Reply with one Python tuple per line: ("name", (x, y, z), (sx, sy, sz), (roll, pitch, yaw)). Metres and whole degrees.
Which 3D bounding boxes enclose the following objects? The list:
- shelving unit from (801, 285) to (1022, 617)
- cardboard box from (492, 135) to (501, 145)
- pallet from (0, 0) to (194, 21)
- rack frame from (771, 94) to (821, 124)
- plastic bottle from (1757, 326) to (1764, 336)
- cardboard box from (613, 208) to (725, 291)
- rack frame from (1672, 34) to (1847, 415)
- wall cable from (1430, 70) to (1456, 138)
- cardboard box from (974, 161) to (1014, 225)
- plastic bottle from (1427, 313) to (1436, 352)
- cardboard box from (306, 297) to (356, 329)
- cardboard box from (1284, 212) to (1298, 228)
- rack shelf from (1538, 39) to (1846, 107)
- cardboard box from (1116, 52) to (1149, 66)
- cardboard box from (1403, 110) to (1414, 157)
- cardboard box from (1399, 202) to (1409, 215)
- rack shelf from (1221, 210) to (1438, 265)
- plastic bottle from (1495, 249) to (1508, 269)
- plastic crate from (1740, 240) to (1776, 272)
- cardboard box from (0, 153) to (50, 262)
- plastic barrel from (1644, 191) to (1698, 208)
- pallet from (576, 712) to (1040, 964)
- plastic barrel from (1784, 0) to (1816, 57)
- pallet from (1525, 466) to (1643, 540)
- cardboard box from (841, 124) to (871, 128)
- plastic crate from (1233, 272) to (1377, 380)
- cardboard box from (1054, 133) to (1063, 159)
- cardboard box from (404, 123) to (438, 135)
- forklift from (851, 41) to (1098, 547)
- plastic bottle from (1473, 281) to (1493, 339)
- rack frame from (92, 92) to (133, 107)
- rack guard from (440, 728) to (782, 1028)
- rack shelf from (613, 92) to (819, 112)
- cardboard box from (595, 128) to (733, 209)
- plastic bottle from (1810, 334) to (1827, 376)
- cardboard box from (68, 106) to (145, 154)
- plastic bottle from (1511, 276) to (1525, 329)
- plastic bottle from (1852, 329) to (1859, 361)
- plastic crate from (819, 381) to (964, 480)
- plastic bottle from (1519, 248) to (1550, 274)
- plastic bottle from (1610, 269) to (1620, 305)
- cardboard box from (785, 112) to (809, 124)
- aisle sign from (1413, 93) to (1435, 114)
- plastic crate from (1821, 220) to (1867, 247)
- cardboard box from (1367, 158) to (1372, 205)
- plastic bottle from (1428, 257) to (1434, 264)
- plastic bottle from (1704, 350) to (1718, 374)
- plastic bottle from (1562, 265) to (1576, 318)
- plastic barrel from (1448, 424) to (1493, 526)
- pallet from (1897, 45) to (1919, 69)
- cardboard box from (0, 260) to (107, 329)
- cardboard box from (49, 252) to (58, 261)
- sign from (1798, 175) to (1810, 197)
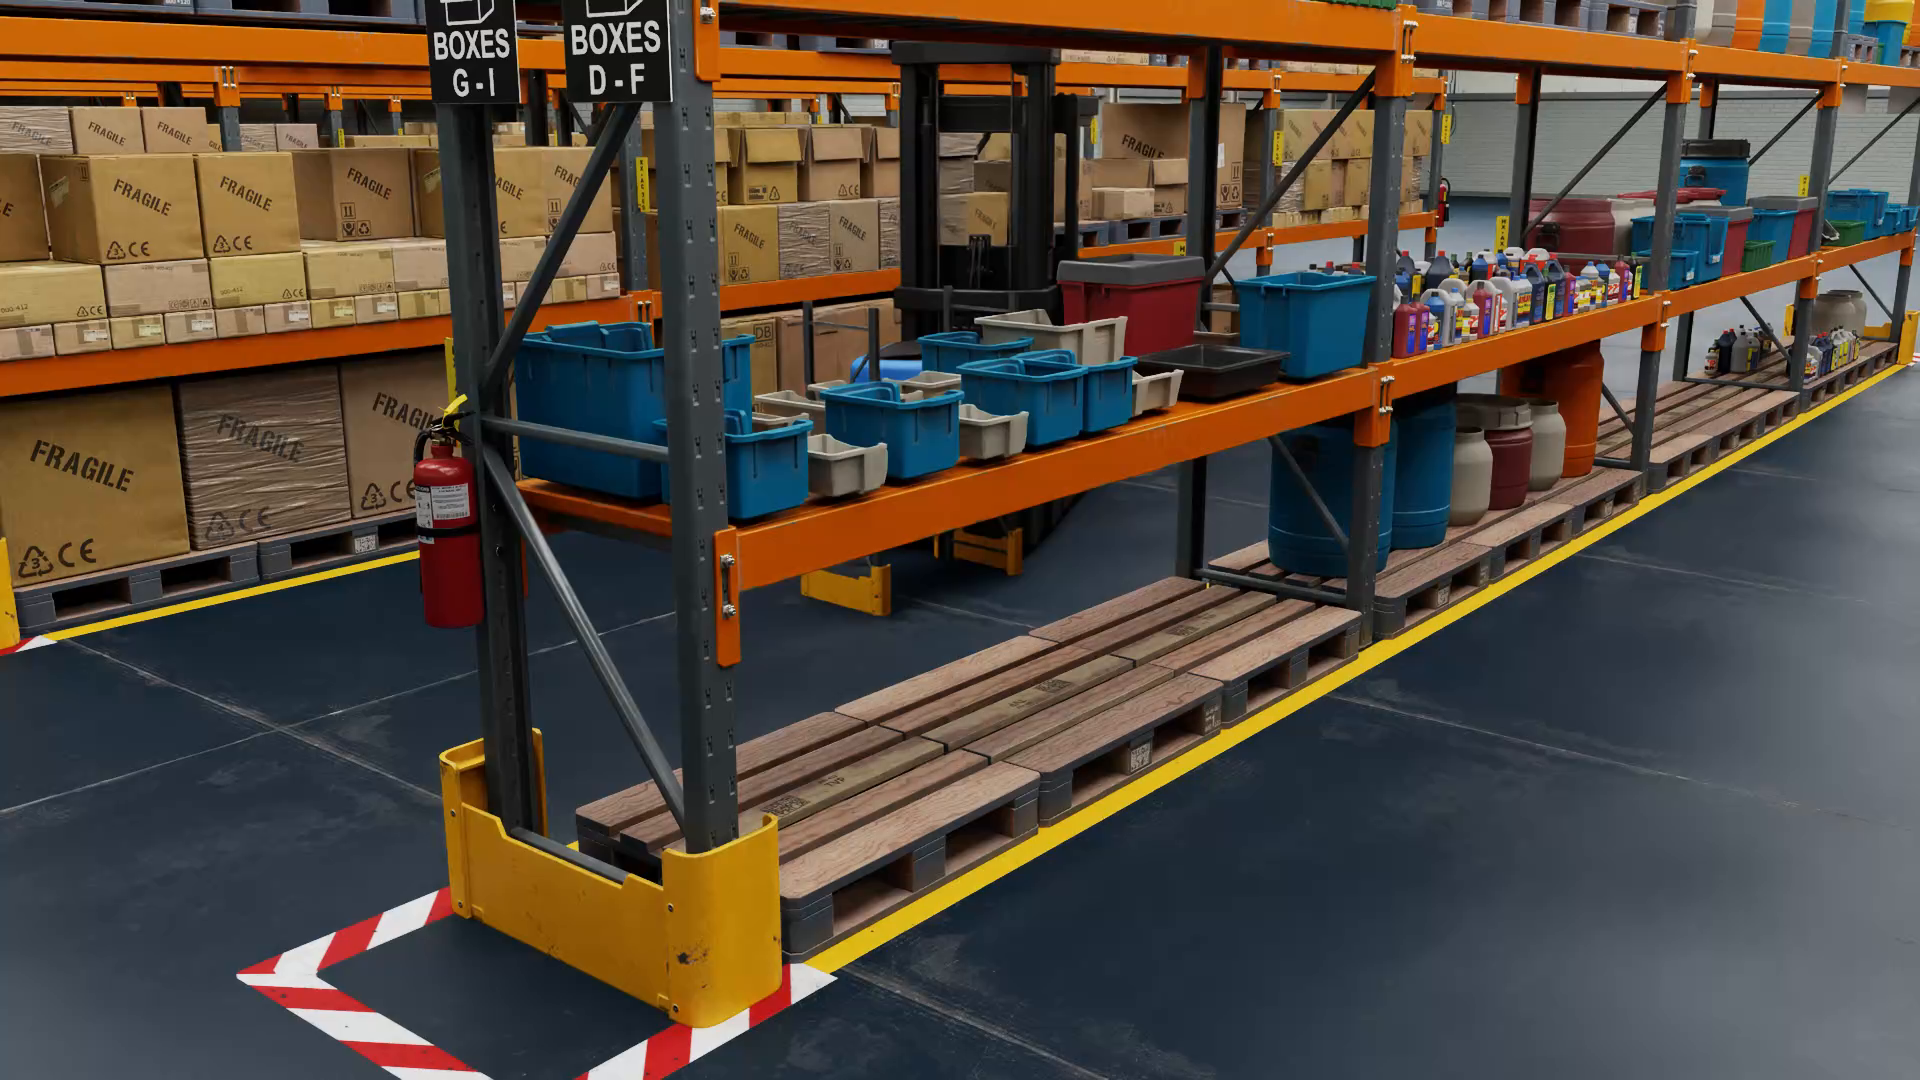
("shelving unit", (-0.240, -0.495, 8.526), (0.587, 1.500, 1.083), (13, 19, 41))
("cardboard box", (-6.131, -4.843, 20.935), (0.500, 0.500, 0.500), (10, 18, 35))
("pallet", (-4.427, -2.587, 7.803), (1.003, 0.211, 1.213), (11, 18, 38))
("rack frame", (-2.537, -5.630, 25.694), (1.000, 3.000, 0.127), (11, 18, 38))
("plastic bottle", (7.426, -1.857, 15.487), (0.097, 0.271, 0.097), (0, 14, 0))
("cardboard box", (-1.887, -1.897, 10.793), (0.500, 0.500, 0.500), (11, 18, 38))
("rack frame", (6.510, -2.564, 13.625), (1.000, 3.000, 0.127), (11, 18, 38))
("wall cable", (14.197, -13.911, 52.414), (3.097, 2.526, 0.112), (11, 18, 38))
("cardboard box", (0.452, -2.926, 13.994), (0.500, 0.500, 0.500), (9, 17, 31))
("plastic bottle", (2.186, -0.991, 7.834), (0.097, 0.201, 0.097), (0, 14, 0))
("cardboard box", (-3.439, -1.223, 8.854), (0.380, 0.149, 0.250), (11, 18, 36))
("cardboard box", (3.194, -3.249, 16.832), (0.380, 0.149, 0.250), (11, 18, 38))
("rack shelf", (5.253, -3.286, 11.836), (1.077, 0.370, 4.000), (11, 18, 38))
("cardboard box", (1.275, -4.195, 14.255), (0.500, 0.250, 0.500), (12, 18, 39))
("cardboard box", (4.708, -4.534, 18.540), (0.500, 0.500, 0.500), (11, 18, 38))
("cardboard box", (4.878, -3.785, 18.940), (0.380, 0.149, 0.250), (11, 18, 38))
("rack shelf", (3.914, -3.365, 18.238), (1.077, 0.370, 4.000), (11, 18, 38))
("plastic bottle", (3.378, -1.685, 10.425), (0.097, 0.271, 0.097), (0, 14, 0))
("plastic crate", (5.635, -2.084, 12.166), (0.450, 0.188, 0.662), (11, 18, 38))
("cardboard box", (-4.783, -1.602, 8.013), (0.500, 0.500, 0.500), (12, 18, 38))
("plastic barrel", (5.277, -2.340, 12.467), (0.433, 0.535, 0.433), (0, 14, 0))
("pallet", (-0.484, 0.933, 5.520), (1.003, 0.211, 1.213), (11, 18, 38))
("plastic barrel", (5.948, -4.005, 12.185), (0.600, 0.901, 0.600), (0, 14, 0))
("pallet", (3.533, -0.289, 10.333), (1.003, 0.211, 1.213), (11, 18, 38))
("cardboard box", (-1.445, -4.555, 19.226), (0.700, 0.500, 0.500), (11, 18, 37))
("plastic crate", (1.454, -0.911, 7.029), (0.392, 0.384, 0.575), (11, 18, 38))
("cardboard box", (0.840, -5.295, 21.877), (0.875, 0.550, 0.550), (11, 18, 38))
("cardboard box", (-6.756, -5.166, 20.888), (0.380, 0.149, 0.250), (10, 17, 35))
("forklift", (0.235, -1.699, 10.359), (1.130, 2.935, 3.031), (4, 15, 14))
("plastic bottle", (2.602, -1.150, 8.294), (0.061, 0.283, 0.133), (11, 18, 38))
("rack frame", (-11.428, -4.866, 22.684), (1.000, 3.000, 0.127), (11, 18, 38))
("rack guard", (-1.037, 0.952, 4.860), (1.175, 0.500, 0.348), (11, 18, 38))
("rack shelf", (-3.794, -6.352, 23.906), (1.077, 0.370, 4.000), (11, 18, 38))
("cardboard box", (-1.976, -2.457, 10.962), (0.797, 0.503, 0.637), (11, 18, 36))
("plastic bottle", (7.340, -1.584, 14.253), (0.144, 0.351, 0.185), (12, 18, 39))
("cardboard box", (-6.571, -3.031, 12.625), (0.500, 0.500, 0.500), (11, 18, 36))
("plastic bottle", (2.891, -1.239, 8.670), (0.097, 0.271, 0.097), (0, 14, 0))
("plastic bottle", (8.151, -1.782, 15.170), (0.061, 0.283, 0.133), (12, 18, 39))
("plastic crate", (-0.207, -0.337, 5.074), (0.416, 0.233, 0.300), (11, 18, 38))
("plastic bottle", (3.591, -1.682, 10.403), (0.152, 0.276, 0.135), (11, 18, 38))
("plastic bottle", (3.842, -1.495, 9.819), (0.097, 0.201, 0.097), (0, 14, 0))
("cardboard box", (-2.688, -6.176, 25.004), (0.700, 0.500, 0.500), (11, 18, 36))
("aisle sign", (5.444, -5.322, 19.201), (0.394, 0.787, 0.004), (11, 18, 38))
("plastic crate", (7.582, -2.678, 14.502), (0.450, 0.188, 0.662), (11, 18, 38))
("cardboard box", (4.236, -3.985, 18.410), (0.875, 0.500, 0.500), (11, 18, 38))
("plastic bottle", (2.711, -1.495, 9.651), (0.061, 0.283, 0.133), (11, 18, 38))
("plastic bottle", (6.495, -1.539, 14.379), (0.097, 0.201, 0.097), (0, 14, 0))
("plastic bottle", (3.355, -1.379, 9.197), (0.061, 0.283, 0.133), (11, 18, 38))
("plastic barrel", (2.706, -0.361, 9.153), (0.421, 0.512, 0.421), (0, 14, 0))
("pallet", (8.428, -4.549, 15.730), (1.003, 0.211, 1.213), (11, 18, 38))
("cardboard box", (-4.373, -1.154, 7.775), (0.500, 0.250, 0.500), (11, 18, 36))
("cardboard box", (-4.467, -1.335, 8.487), (0.500, 0.250, 0.500), (11, 18, 37))
("sign", (8.599, -3.550, 16.945), (0.100, 0.325, 0.005), (11, 18, 38))
